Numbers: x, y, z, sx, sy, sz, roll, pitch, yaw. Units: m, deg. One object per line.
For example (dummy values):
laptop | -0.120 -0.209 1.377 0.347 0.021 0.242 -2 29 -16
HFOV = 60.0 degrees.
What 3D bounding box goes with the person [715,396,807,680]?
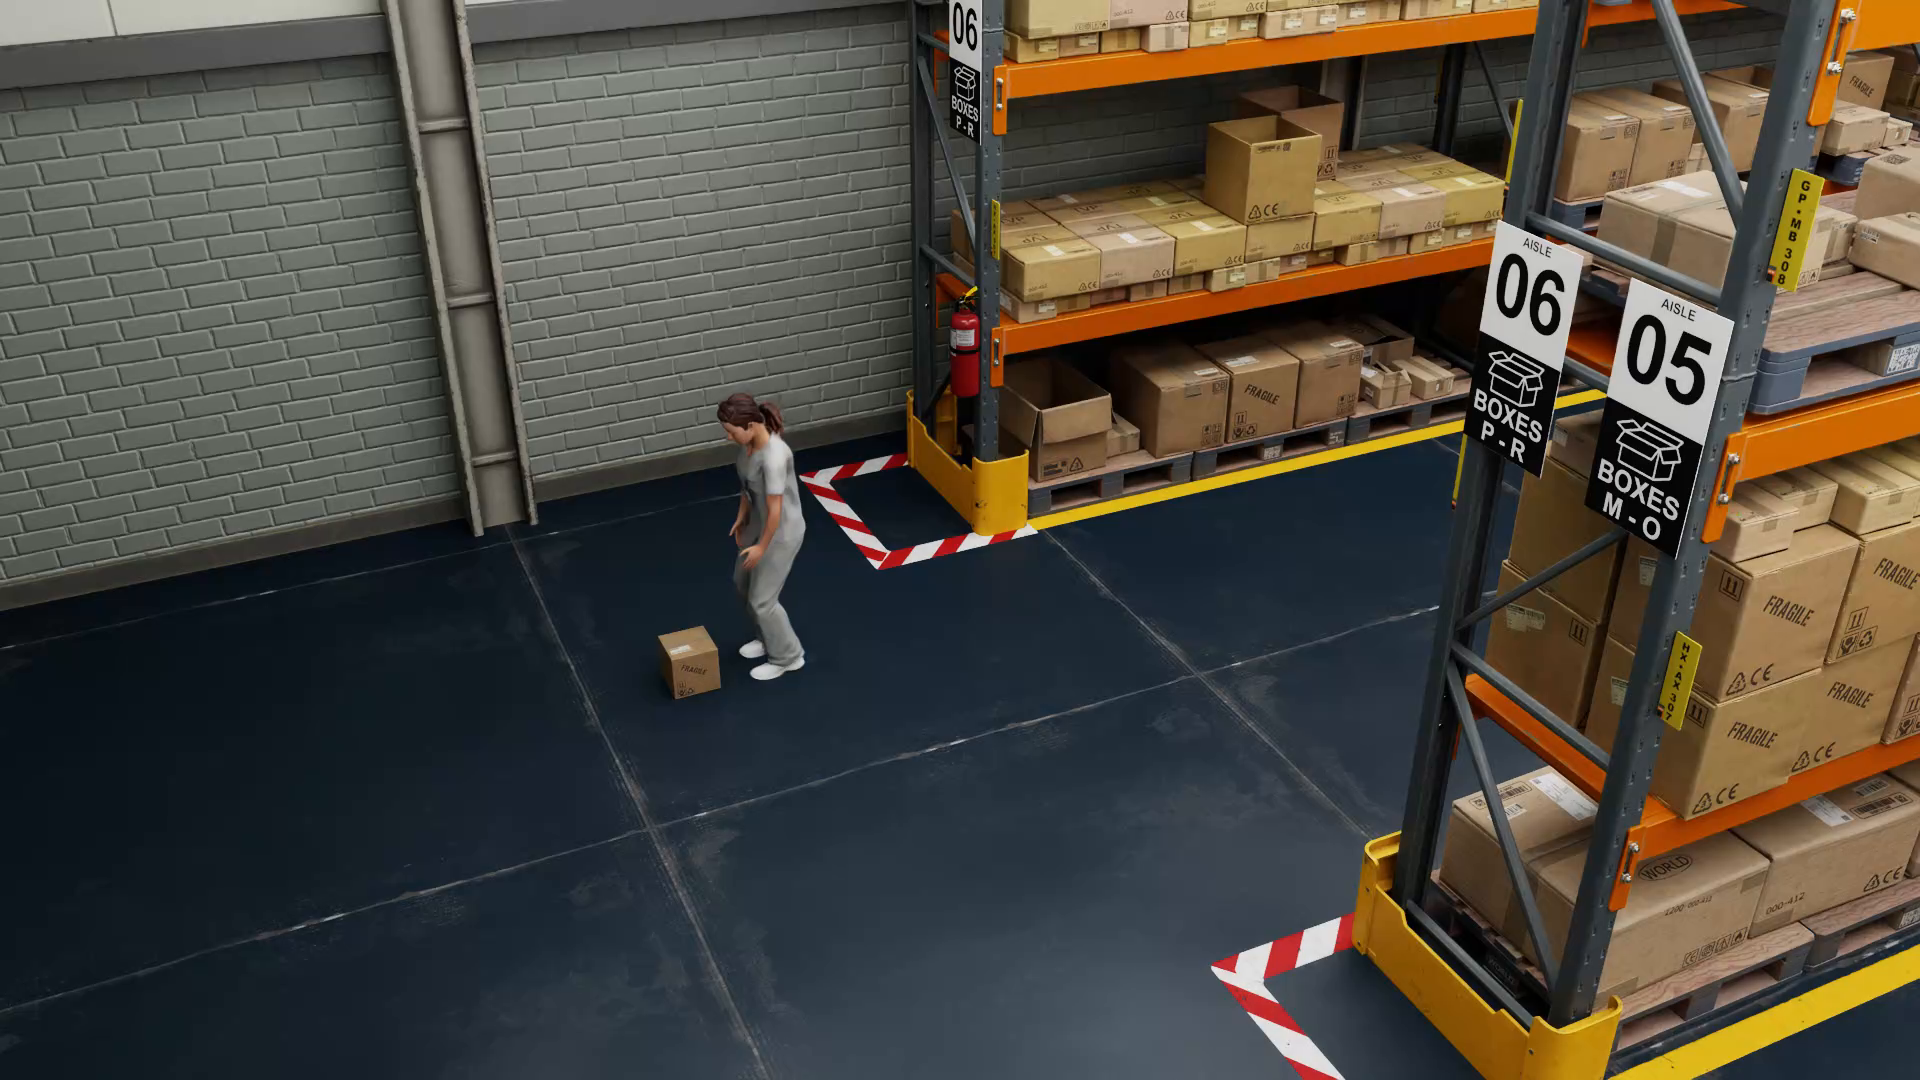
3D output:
person | -1.004 -0.026 8.577 0.426 1.603 0.468 -12 32 -21
